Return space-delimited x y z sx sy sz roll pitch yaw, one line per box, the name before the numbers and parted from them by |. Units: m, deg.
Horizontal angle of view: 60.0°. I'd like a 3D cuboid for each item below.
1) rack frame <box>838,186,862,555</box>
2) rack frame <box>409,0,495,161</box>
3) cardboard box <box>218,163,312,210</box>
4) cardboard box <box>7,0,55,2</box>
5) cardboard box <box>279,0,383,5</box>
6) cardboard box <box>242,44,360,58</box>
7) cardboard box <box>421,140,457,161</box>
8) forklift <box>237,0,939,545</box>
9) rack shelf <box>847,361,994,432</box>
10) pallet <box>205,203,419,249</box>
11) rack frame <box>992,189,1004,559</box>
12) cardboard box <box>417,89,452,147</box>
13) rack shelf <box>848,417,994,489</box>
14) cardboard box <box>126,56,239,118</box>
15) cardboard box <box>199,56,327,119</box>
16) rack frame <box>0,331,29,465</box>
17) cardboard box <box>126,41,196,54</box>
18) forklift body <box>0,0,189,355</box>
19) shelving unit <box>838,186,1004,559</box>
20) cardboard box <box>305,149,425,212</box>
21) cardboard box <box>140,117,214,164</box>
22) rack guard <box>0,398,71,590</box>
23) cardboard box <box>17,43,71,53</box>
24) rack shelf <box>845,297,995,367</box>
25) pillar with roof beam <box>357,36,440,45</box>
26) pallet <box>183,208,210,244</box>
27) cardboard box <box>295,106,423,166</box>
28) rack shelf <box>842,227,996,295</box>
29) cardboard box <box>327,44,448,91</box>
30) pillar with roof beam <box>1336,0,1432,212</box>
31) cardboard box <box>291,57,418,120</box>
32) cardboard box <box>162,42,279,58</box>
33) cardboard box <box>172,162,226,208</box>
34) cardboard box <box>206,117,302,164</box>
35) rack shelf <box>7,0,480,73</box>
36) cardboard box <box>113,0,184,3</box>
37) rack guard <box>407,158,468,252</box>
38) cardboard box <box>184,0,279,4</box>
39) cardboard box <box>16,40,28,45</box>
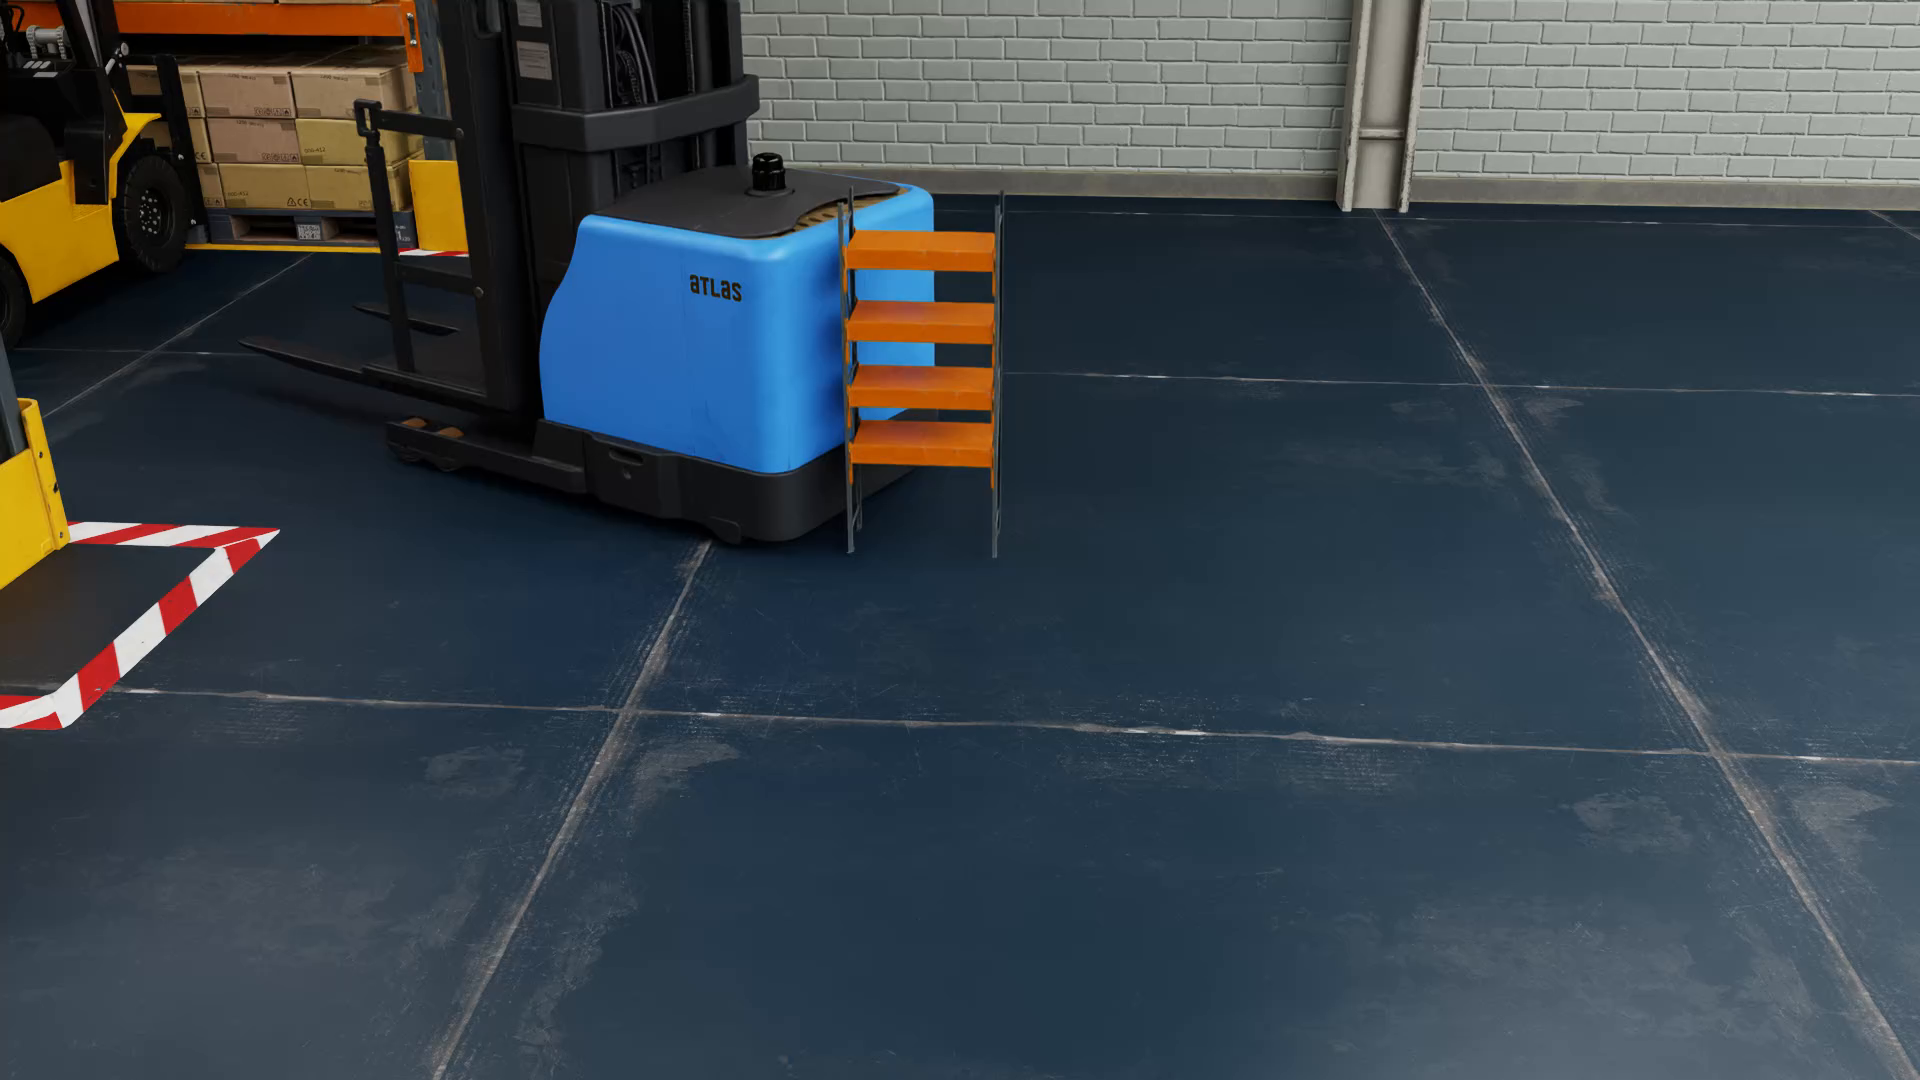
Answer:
rack frame | -0.362 -0.546 5.501 0.015 1.200 0.240 2 25 4
rack frame | -2.833 -3.210 9.137 0.127 3.000 1.000 2 25 4
cardboard box | -3.821 -2.054 9.413 0.500 0.250 0.500 2 25 4
cardboard box | -4.873 -3.210 9.017 0.500 0.500 0.500 2 25 4
cardboard box | -3.344 -3.161 8.912 0.500 0.500 0.500 1 25 3
cardboard box | -3.796 -2.714 9.651 0.500 0.250 0.500 2 25 4
cardboard box | -3.308 -2.248 9.835 0.500 0.250 0.500 2 25 4
forklift | -1.604 -1.762 6.072 3.031 2.935 1.130 14 28 28
rack shelf | -0.119 -0.477 5.512 0.480 0.148 0.258 2 25 4
pallet | -3.599 -1.950 9.735 1.213 0.211 1.003 2 25 4
rack frame | 0.125 -0.530 5.466 0.015 1.200 0.240 2 25 4
cardboard box | -3.286 -2.480 9.740 0.500 0.250 0.500 2 25 5
rack shelf | -0.119 -0.296 5.595 0.480 0.148 0.258 2 25 4
cardboard box | -4.329 -2.516 9.220 0.500 0.250 0.500 2 25 5
cardboard box | -3.826 -2.504 9.194 0.500 0.250 0.500 2 25 5
rack frame | -3.209 -1.141 4.640 0.127 3.000 1.000 2 25 4
cardboard box | -4.804 -2.754 9.737 0.500 0.250 0.500 1 25 3
forklift body | -4.863 -2.124 7.794 1.214 2.155 2.313 2 25 4
shelving unit | -0.119 -0.538 5.483 0.503 1.200 0.258 2 25 4
cardboard box | -3.326 -2.035 9.370 0.500 0.250 0.500 2 25 4
cardboard box | -4.358 -2.292 9.331 0.500 0.250 0.500 1 25 3
rack guard | -3.285 -0.008 5.168 0.348 0.500 1.175 2 25 4
cardboard box | -5.306 -2.767 9.765 0.500 0.250 0.500 2 25 4
rack shelf | -0.119 -0.680 5.418 0.480 0.148 0.258 2 25 4
pillar with roof beam | -3.788 -4.539 4.848 0.400 9.000 9.100 2 25 4
pallet | -4.812 -1.990 9.822 1.213 0.211 1.003 2 25 4
cardboard box | -3.342 -2.264 9.270 0.500 0.250 0.500 2 25 3
rack shelf | -0.119 -0.895 5.319 0.480 0.148 0.258 2 25 4
cardboard box | -3.298 -2.700 9.620 0.500 0.250 0.500 1 25 3
pillar with roof beam | 2.195 -4.347 4.431 0.400 9.000 9.100 2 25 4
cardboard box | -3.316 -2.490 9.164 0.500 0.250 0.500 3 25 6
cardboard box | -4.294 -2.735 9.696 0.500 0.250 0.500 2 25 4
cardboard box | -4.319 -2.074 9.456 0.500 0.250 0.500 2 25 5
cardboard box | -3.842 -2.284 9.315 0.500 0.250 0.500 2 25 3
rack shelf | -4.827 -2.947 9.426 4.000 0.370 1.077 2 25 4
cardboard box | -4.371 -3.198 8.992 0.500 0.500 0.500 1 25 3
rack guard | -2.809 -2.073 9.658 0.348 0.500 1.175 2 25 4
cardboard box | -3.860 -3.182 8.957 0.500 0.500 0.500 3 25 6
cardboard box | -5.809 -2.788 9.812 0.500 0.250 0.500 1 25 3
